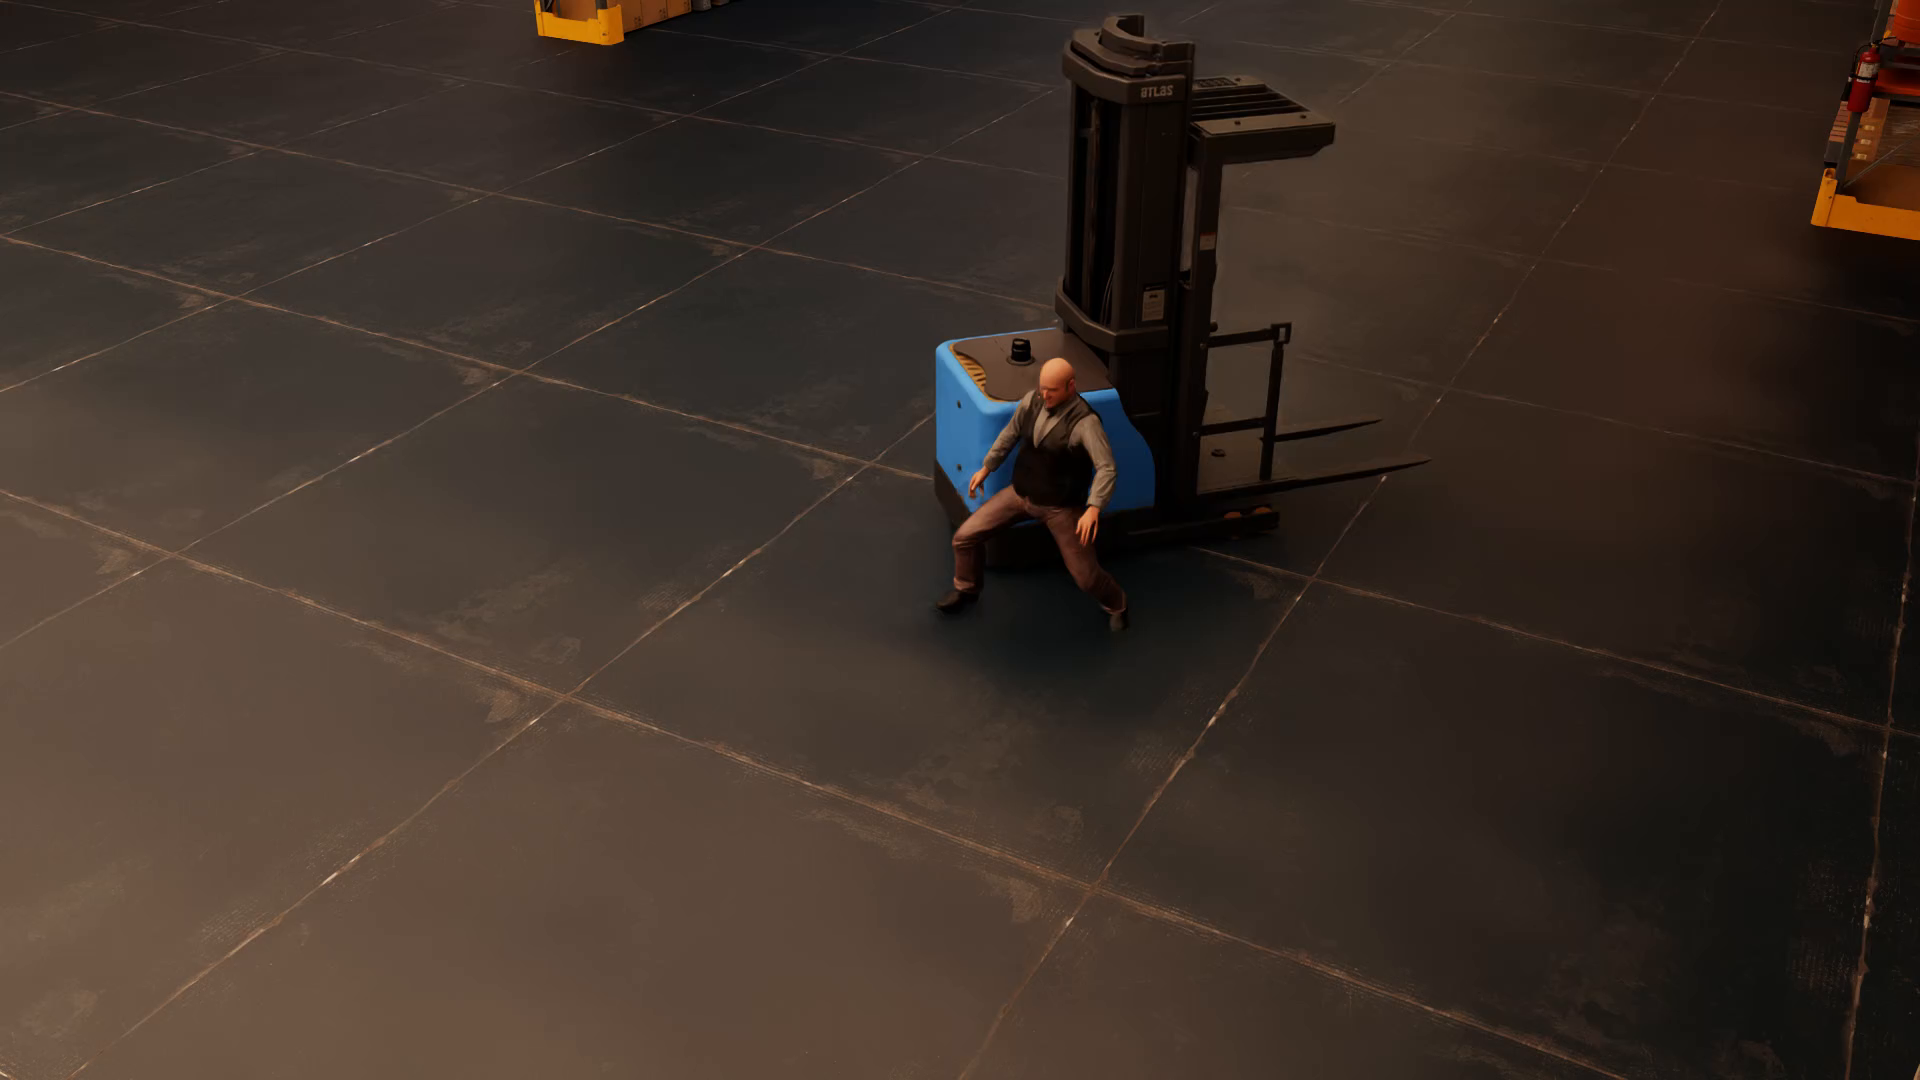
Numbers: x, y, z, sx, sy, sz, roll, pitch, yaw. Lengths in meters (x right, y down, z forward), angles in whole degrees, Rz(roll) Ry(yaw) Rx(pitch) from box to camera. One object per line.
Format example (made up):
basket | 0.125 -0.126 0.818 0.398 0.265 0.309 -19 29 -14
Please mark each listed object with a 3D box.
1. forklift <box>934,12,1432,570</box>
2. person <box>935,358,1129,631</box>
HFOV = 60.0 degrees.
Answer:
forklift | 1.417 -1.515 9.696 3.031 2.935 1.130 -9 31 -15
person | 0.463 -0.204 8.858 0.975 1.609 0.812 25 38 36
